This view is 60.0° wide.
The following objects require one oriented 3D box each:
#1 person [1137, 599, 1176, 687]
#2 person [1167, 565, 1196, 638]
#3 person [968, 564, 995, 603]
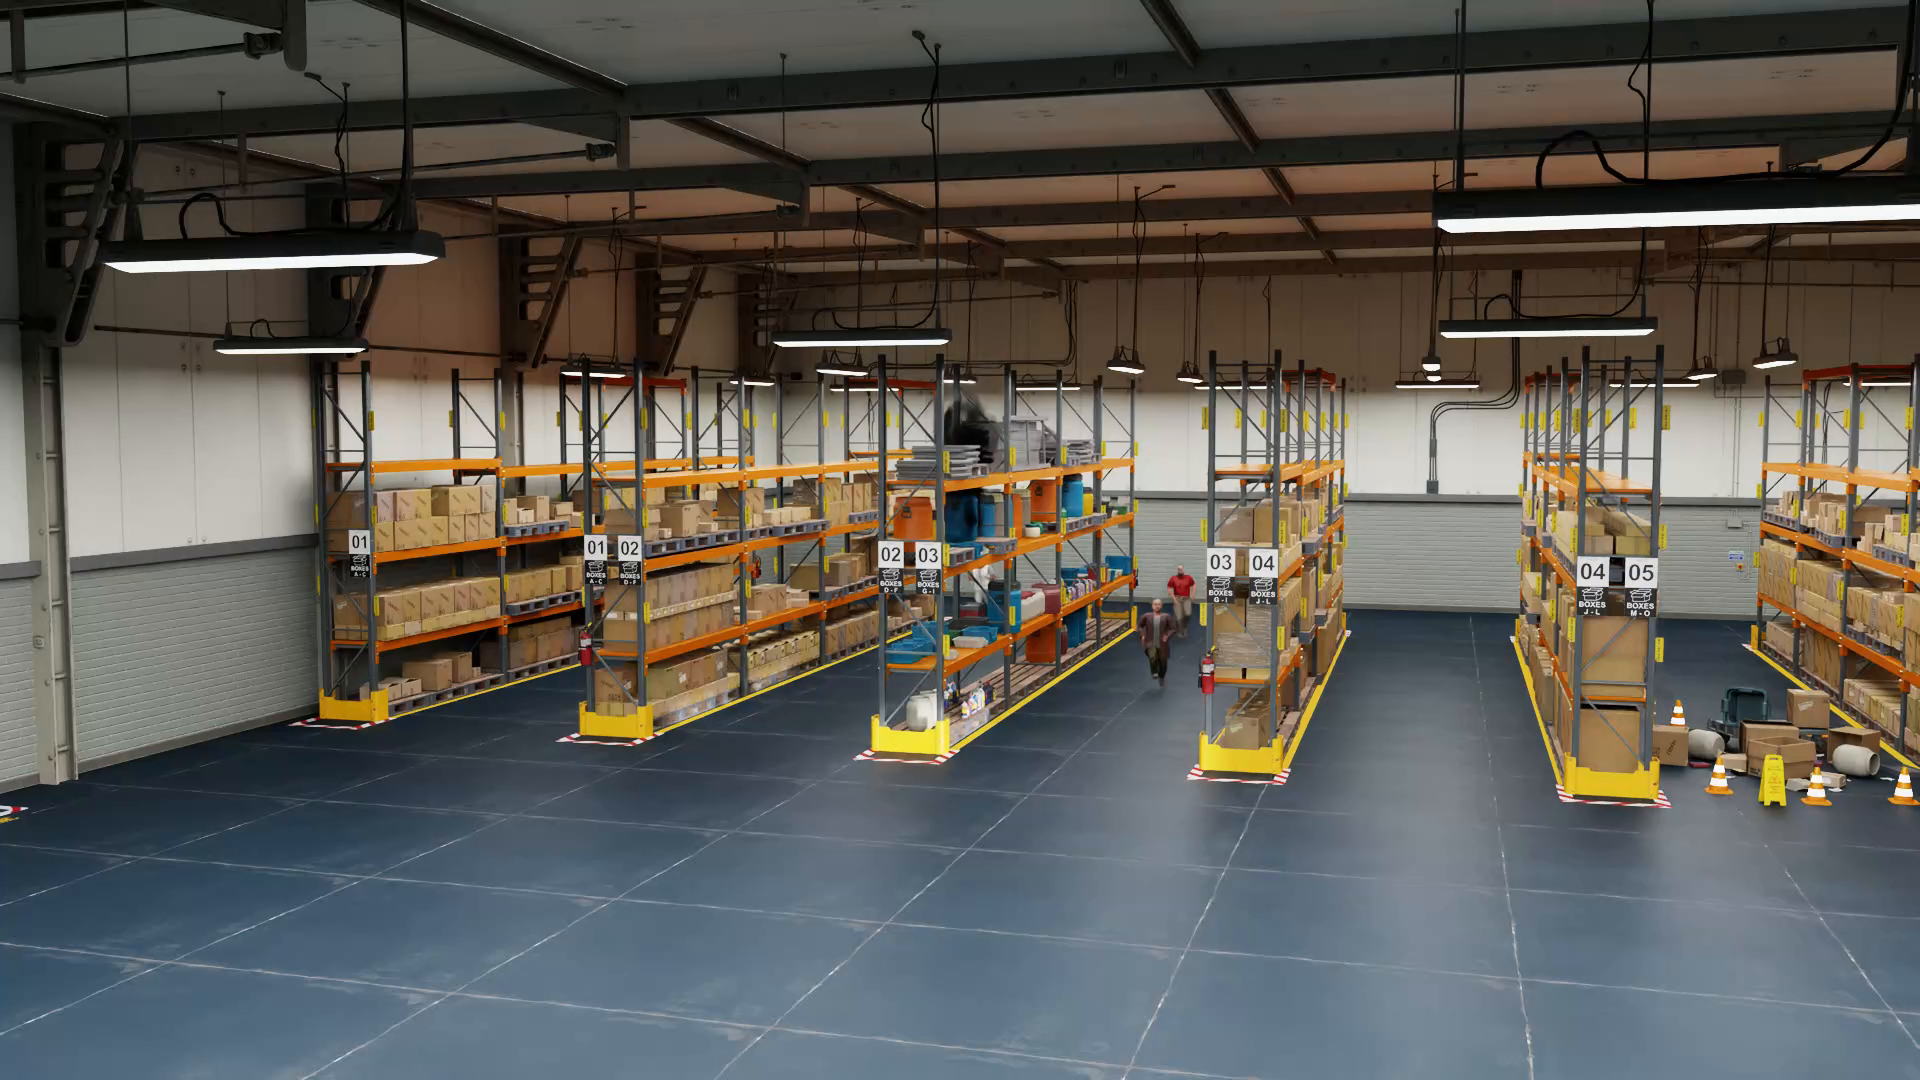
[{"bbox_3d":[3.603,1.911,30.567,0.715,1.661,0.892,0,4,6],"label":"person"},{"bbox_3d":[5.114,1.420,38.302,0.686,1.690,0.573,0,4,-1],"label":"person"},{"bbox_3d":[0.525,1.238,40.450,0.676,1.840,0.757,0,4,2],"label":"person"}]
